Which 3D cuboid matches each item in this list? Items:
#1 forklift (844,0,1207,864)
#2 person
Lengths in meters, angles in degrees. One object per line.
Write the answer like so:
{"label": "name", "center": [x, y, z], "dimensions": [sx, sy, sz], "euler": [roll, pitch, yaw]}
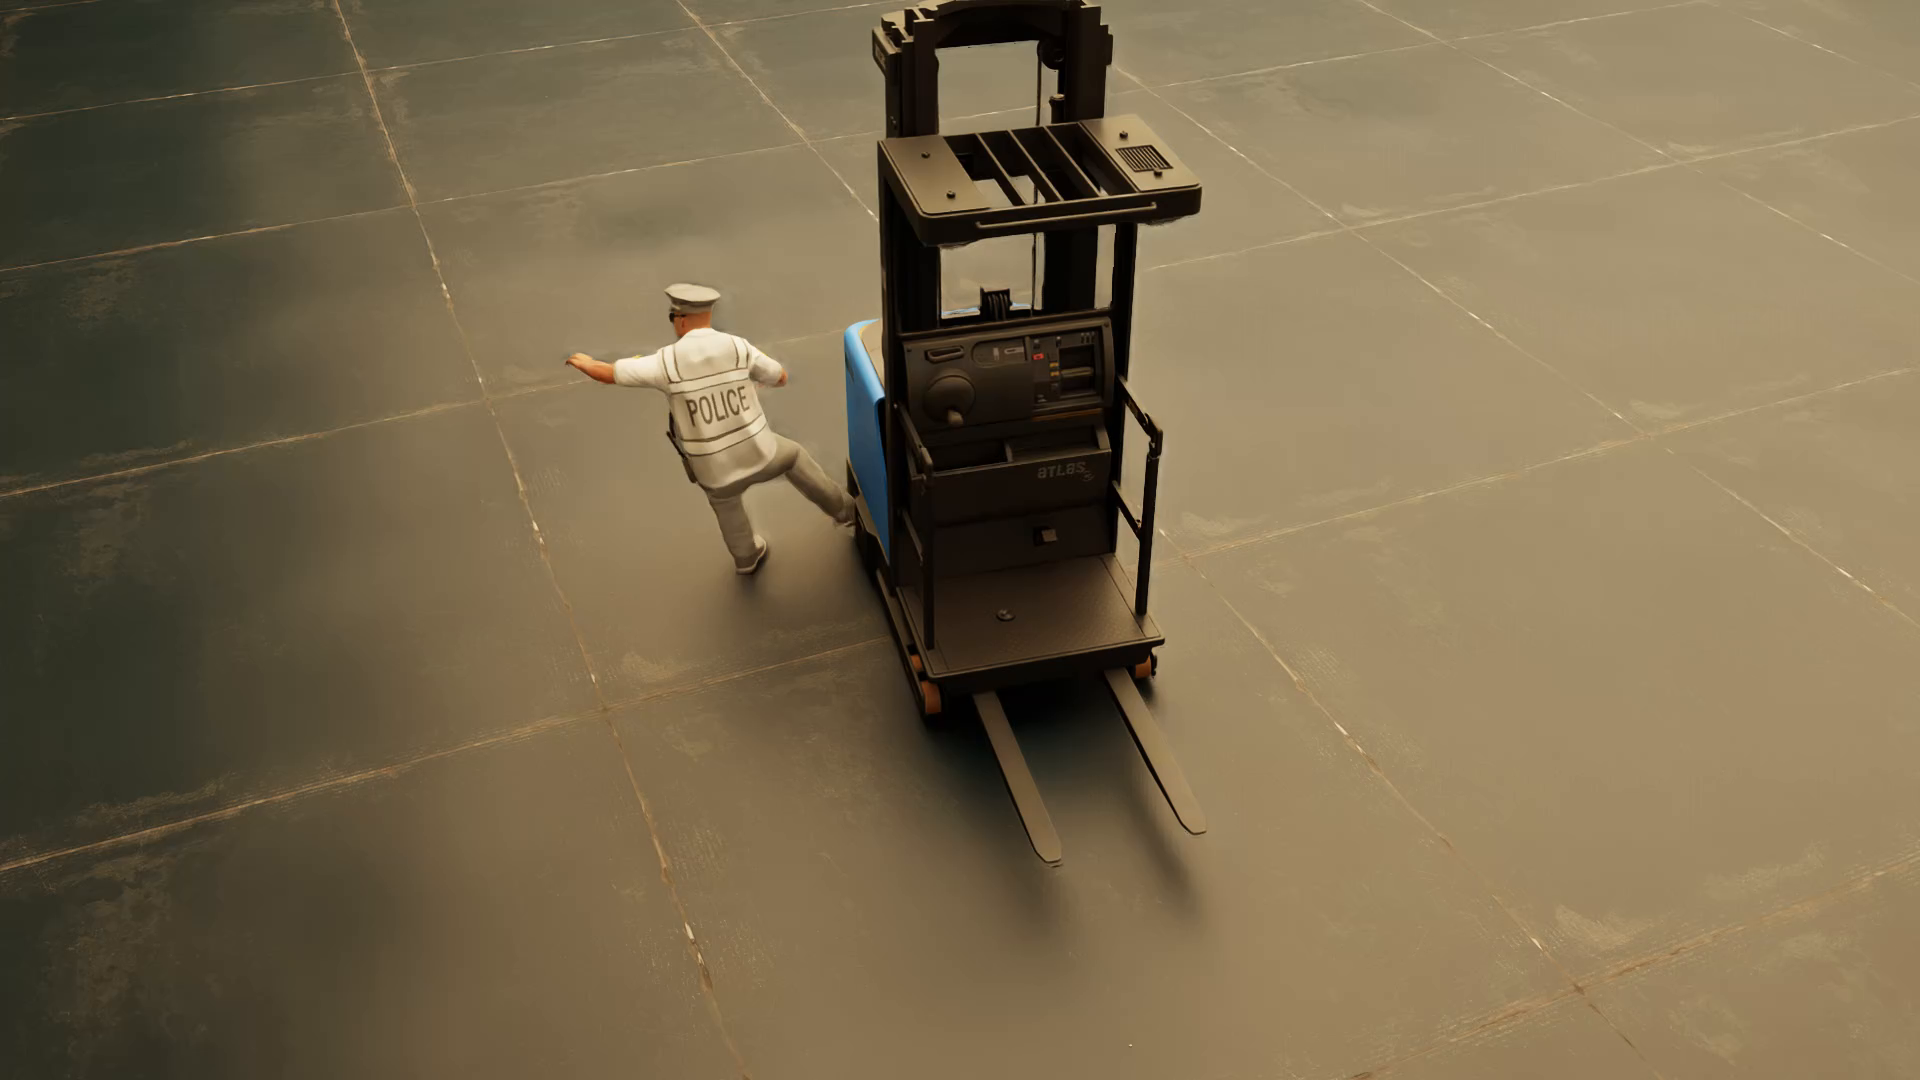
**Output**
{"label": "forklift", "center": [0.274, -0.652, 7.016], "dimensions": [1.130, 2.935, 3.031], "euler": [-9, 36, -12]}
{"label": "person", "center": [-1.098, -0.592, 8.165], "dimensions": [1.440, 1.467, 0.881], "euler": [-14, 38, -19]}
